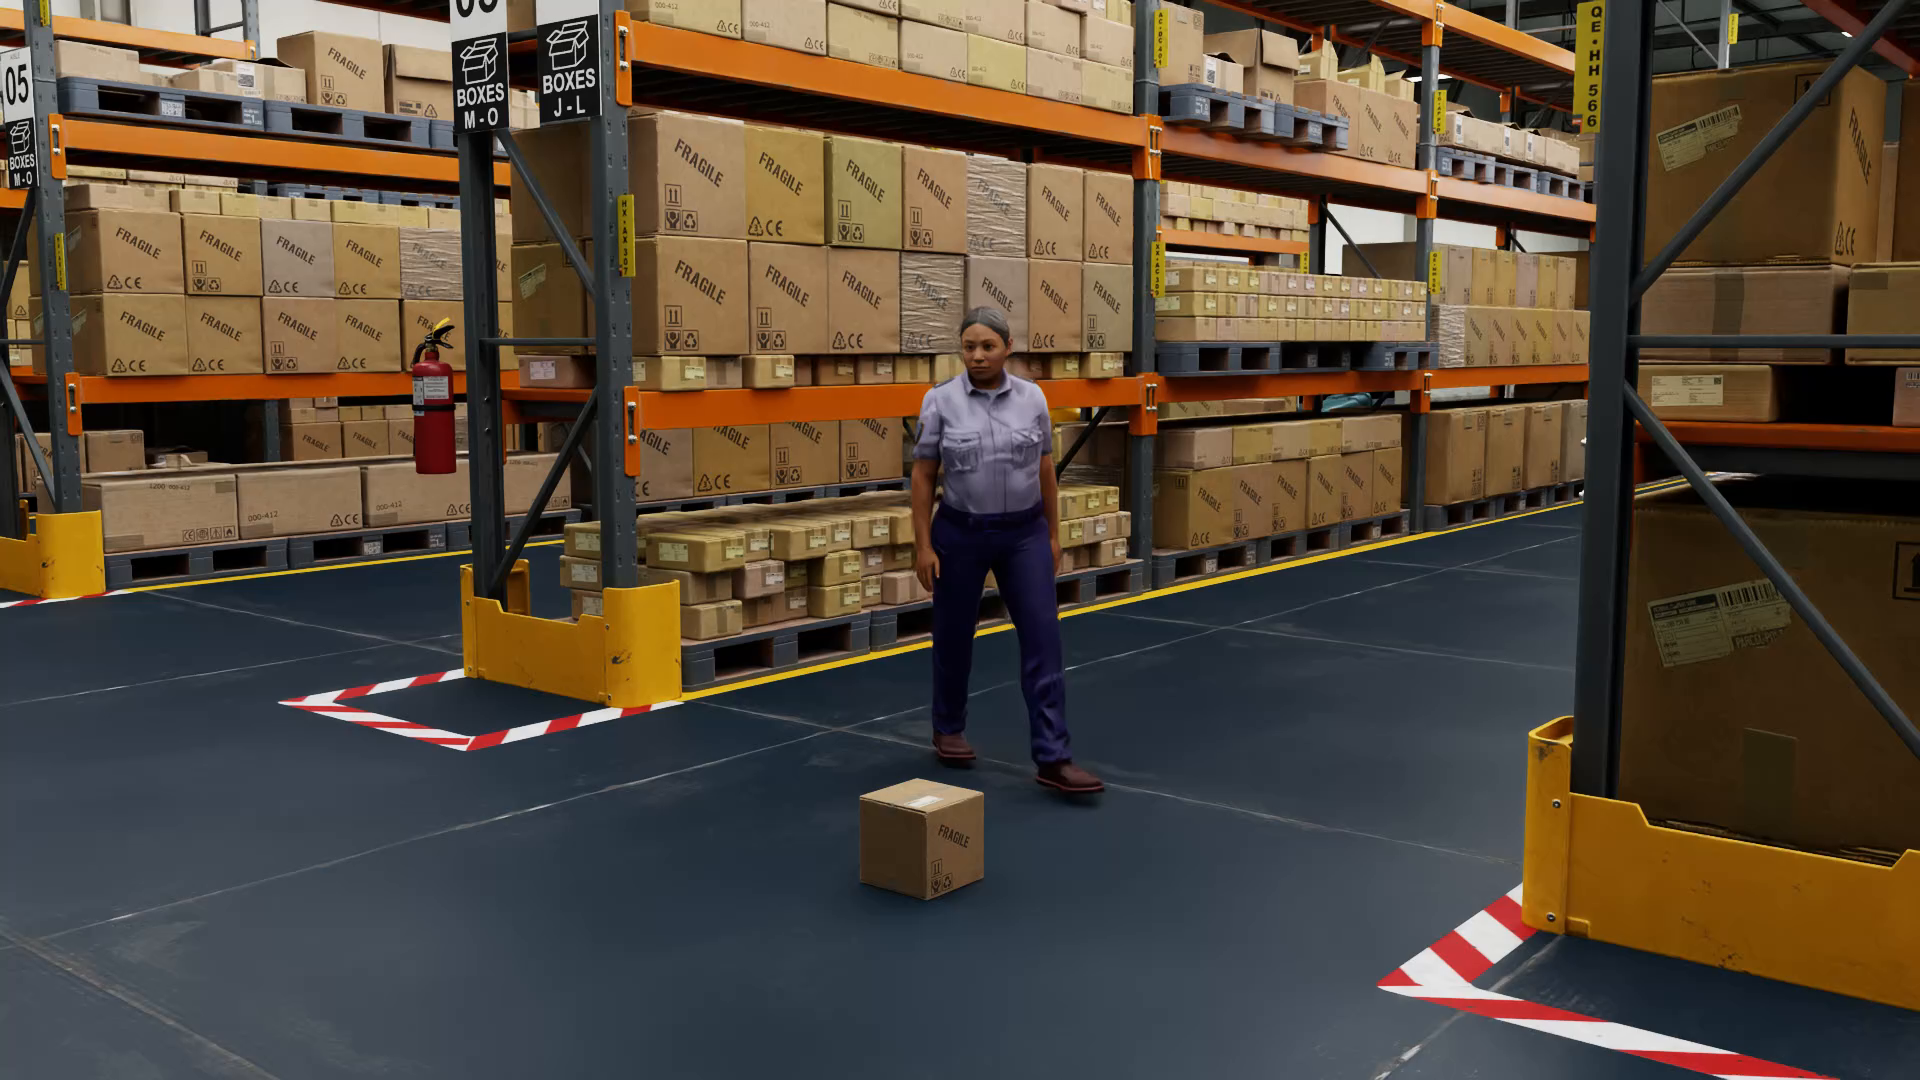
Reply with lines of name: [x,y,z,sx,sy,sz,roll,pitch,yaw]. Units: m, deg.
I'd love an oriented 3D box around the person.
person: [0.128,0.013,5.668,0.583,1.601,0.857,-1,7,-9]
